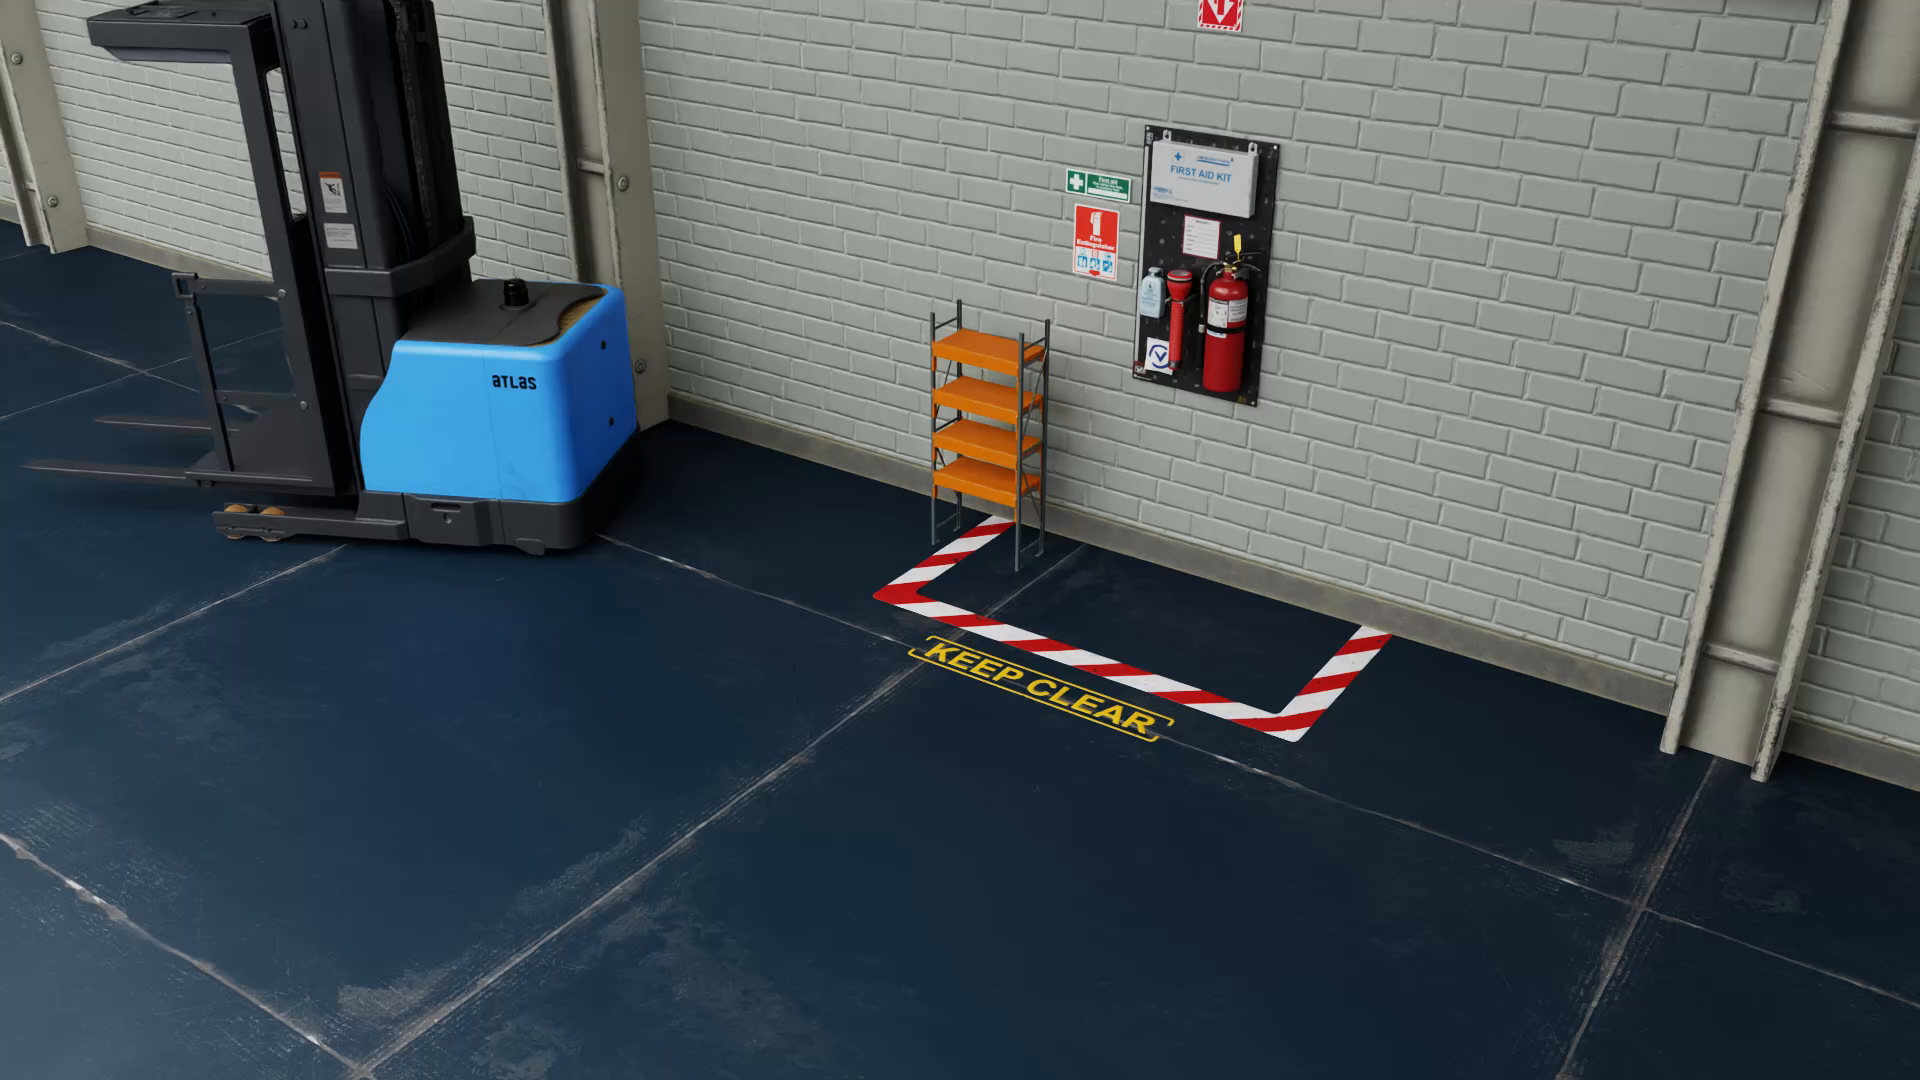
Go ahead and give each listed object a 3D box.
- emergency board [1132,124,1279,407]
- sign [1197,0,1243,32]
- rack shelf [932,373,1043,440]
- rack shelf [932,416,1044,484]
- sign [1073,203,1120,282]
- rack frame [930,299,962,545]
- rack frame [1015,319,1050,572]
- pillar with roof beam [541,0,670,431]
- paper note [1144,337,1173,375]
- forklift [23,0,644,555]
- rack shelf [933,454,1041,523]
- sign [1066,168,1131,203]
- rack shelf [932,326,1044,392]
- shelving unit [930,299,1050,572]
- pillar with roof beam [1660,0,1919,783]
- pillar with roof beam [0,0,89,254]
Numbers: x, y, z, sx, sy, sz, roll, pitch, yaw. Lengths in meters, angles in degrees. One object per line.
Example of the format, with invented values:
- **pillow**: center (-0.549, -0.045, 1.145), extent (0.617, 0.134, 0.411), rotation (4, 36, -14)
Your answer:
- **emergency board**: center (1.014, -1.157, 7.216), extent (0.643, 1.169, 0.194), rotation (17, 32, 30)
- **sign**: center (1.064, -2.229, 6.768), extent (0.199, 0.298, 0.001), rotation (17, 32, 30)
- **rack shelf**: center (0.136, -0.632, 7.823), extent (0.480, 0.148, 0.258), rotation (17, 32, 30)
- **rack shelf**: center (0.136, -0.432, 7.925), extent (0.480, 0.148, 0.258), rotation (17, 32, 30)
- **sign**: center (0.617, -1.353, 7.563), extent (0.234, 0.329, 0.001), rotation (17, 32, 30)
- **rack frame**: center (-0.065, -0.555, 8.018), extent (0.015, 1.200, 0.240), rotation (17, 32, 30)
- **rack frame**: center (0.338, -0.430, 7.771), extent (0.015, 1.200, 0.240), rotation (17, 32, 30)
- **pillar with roof beam**: center (-4.353, -3.113, 4.446), extent (0.400, 9.000, 9.100), rotation (17, 32, 30)
- **paper note**: center (0.908, -0.836, 7.556), extent (0.142, 0.148, 0.016), rotation (17, 32, 30)
- **forklift**: center (-3.242, -1.529, 8.023), extent (3.031, 2.935, 1.130), rotation (4, 27, 8)
- **rack shelf**: center (0.136, -0.255, 8.015), extent (0.480, 0.148, 0.258), rotation (17, 32, 30)
- **sign**: center (0.616, -1.585, 7.434), extent (0.331, 0.109, 0.001), rotation (17, 32, 30)
- **rack shelf**: center (0.136, -0.842, 7.716), extent (0.480, 0.148, 0.258), rotation (17, 32, 30)
- **shelving unit**: center (0.136, -0.492, 7.894), extent (0.503, 1.200, 0.258), rotation (17, 32, 30)
- **pillar with roof beam**: center (0.592, -1.572, 1.418), extent (0.400, 9.000, 9.100), rotation (17, 32, 30)
- **pillar with roof beam**: center (-9.299, -4.654, 7.473), extent (0.400, 9.000, 9.100), rotation (17, 32, 30)
